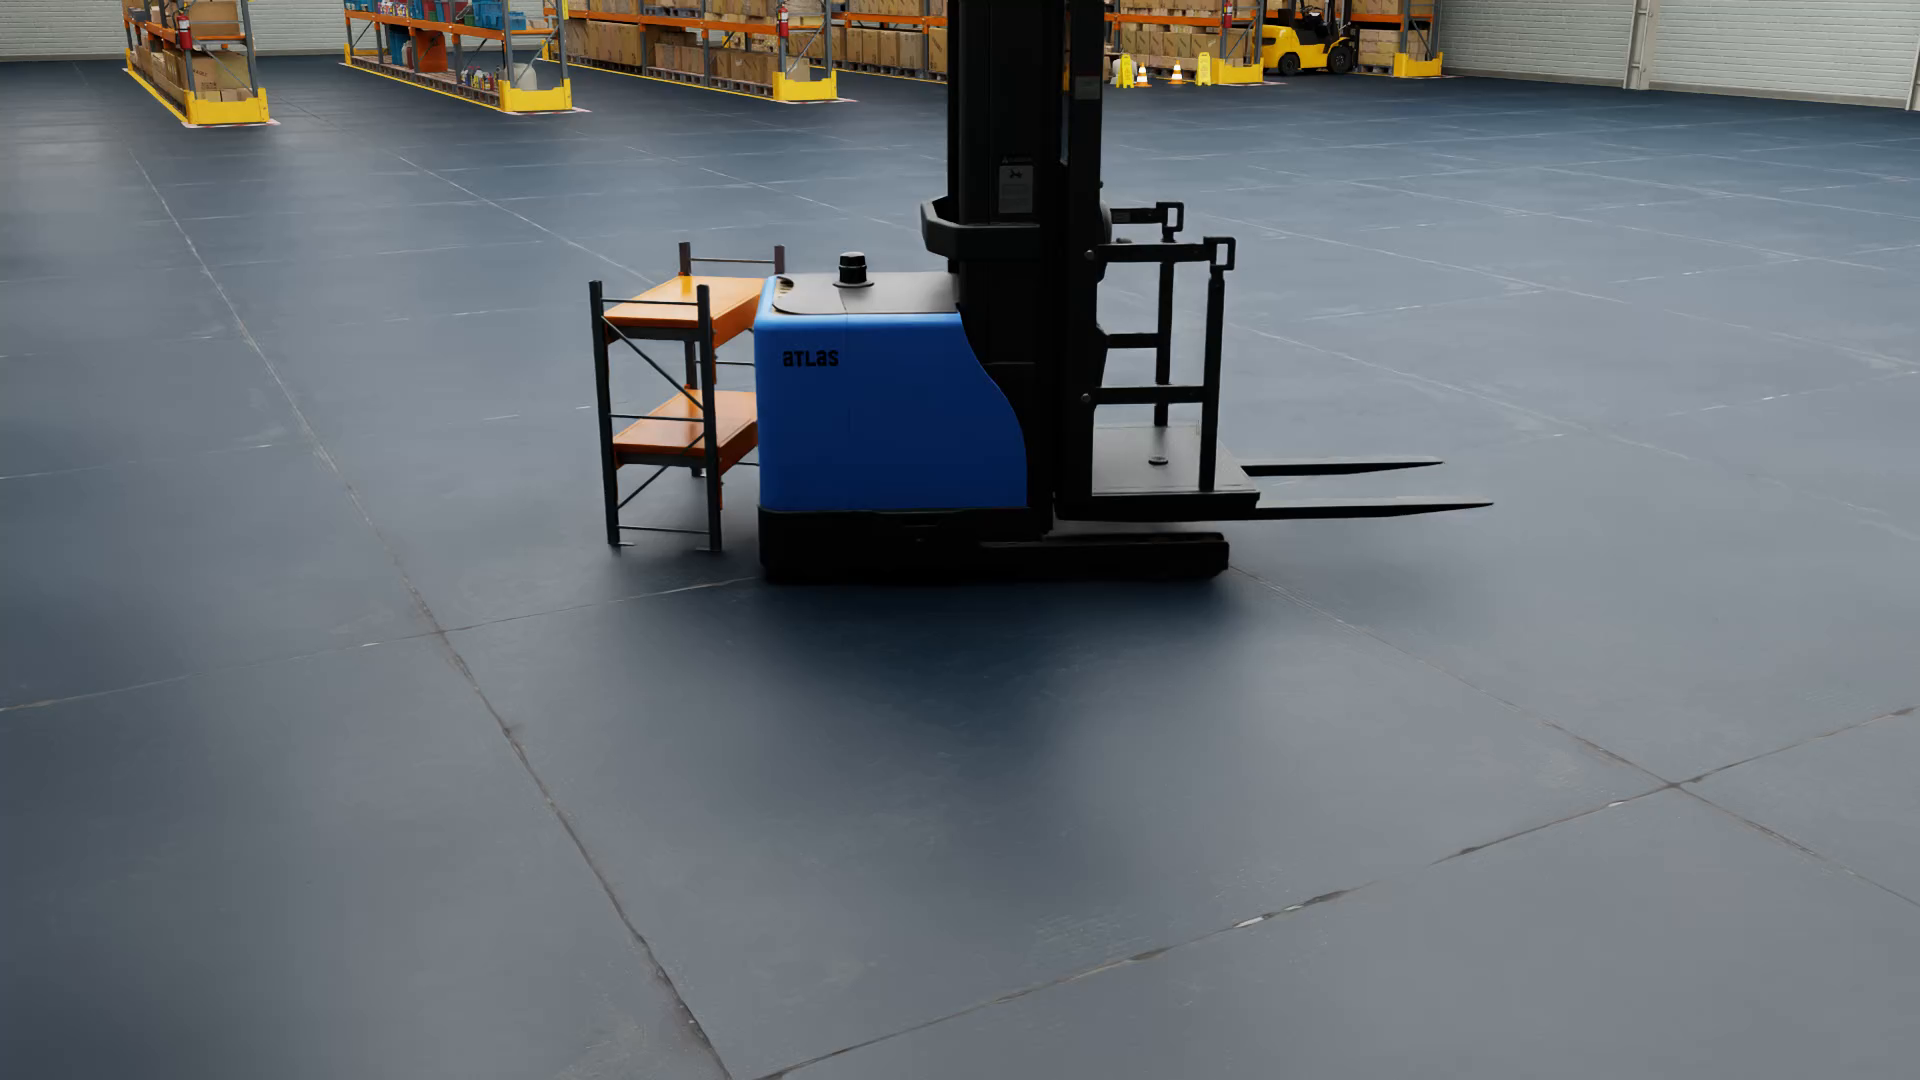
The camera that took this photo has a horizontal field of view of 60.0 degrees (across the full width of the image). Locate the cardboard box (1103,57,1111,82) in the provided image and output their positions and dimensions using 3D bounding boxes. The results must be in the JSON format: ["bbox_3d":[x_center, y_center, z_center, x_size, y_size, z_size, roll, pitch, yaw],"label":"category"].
[{"bbox_3d":[2.832,-10.021,35.401,0.637,0.503,0.797,7,20,20],"label":"cardboard box"}]

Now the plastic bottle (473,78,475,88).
[{"bbox_3d":[-8.865,-8.385,30.449,0.097,0.201,0.097,0,19,0],"label":"plastic bottle"}]

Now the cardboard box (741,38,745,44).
[{"bbox_3d":[-5.689,-13.453,44.792,0.380,0.149,0.250,-9,21,-25],"label":"cardboard box"}]

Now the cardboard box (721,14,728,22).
[{"bbox_3d":[-4.430,-10.186,32.436,0.380,0.149,0.250,-10,21,-27],"label":"cardboard box"}]

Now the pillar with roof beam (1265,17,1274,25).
[{"bbox_3d":[4.085,-16.090,39.965,9.100,9.000,0.400,-10,21,-27],"label":"pillar with roof beam"}]

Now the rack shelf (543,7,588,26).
[{"bbox_3d":[-9.476,-13.233,41.985,1.077,0.370,4.000,-10,21,-27],"label":"rack shelf"}]

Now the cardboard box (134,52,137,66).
[{"bbox_3d":[-18.122,-10.737,37.098,0.500,0.311,0.500,-10,21,-27],"label":"cardboard box"}]

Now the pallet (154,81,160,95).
[{"bbox_3d":[-14.990,-8.757,32.185,1.003,0.211,1.213,-10,21,-27],"label":"pallet"}]

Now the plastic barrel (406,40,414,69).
[{"bbox_3d":[-11.769,-10.604,36.317,0.600,0.588,0.708,-10,21,-27],"label":"plastic barrel"}]

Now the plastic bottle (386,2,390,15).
[{"bbox_3d":[-12.561,-11.715,36.674,0.152,0.276,0.135,-10,21,-27],"label":"plastic bottle"}]

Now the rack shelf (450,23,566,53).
[{"bbox_3d":[-8.136,-9.021,29.779,1.077,0.370,4.000,-10,21,-27],"label":"rack shelf"}]

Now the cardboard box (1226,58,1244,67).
[{"bbox_3d":[5.754,-10.262,35.844,0.500,0.250,0.500,-10,21,-27],"label":"cardboard box"}]

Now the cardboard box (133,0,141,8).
[{"bbox_3d":[-16.836,-11.353,34.637,0.700,0.500,0.500,-6,20,-18],"label":"cardboard box"}]

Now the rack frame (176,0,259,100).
[{"bbox_3d":[-11.548,-8.021,25.777,1.000,3.000,0.127,-10,21,-27],"label":"rack frame"}]

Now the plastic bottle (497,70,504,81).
[{"bbox_3d":[-8.554,-8.630,31.044,0.152,0.276,0.135,-10,21,-27],"label":"plastic bottle"}]

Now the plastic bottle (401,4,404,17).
[{"bbox_3d":[-11.794,-11.231,35.277,0.097,0.271,0.097,0,19,0],"label":"plastic bottle"}]

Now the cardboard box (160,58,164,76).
[{"bbox_3d":[-14.144,-8.553,30.032,0.500,0.311,0.500,-9,21,-25],"label":"cardboard box"}]

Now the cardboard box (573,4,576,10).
[{"bbox_3d":[-9.325,-13.138,40.993,0.380,0.149,0.250,-10,21,-26],"label":"cardboard box"}]

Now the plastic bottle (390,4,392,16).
[{"bbox_3d":[-12.373,-11.581,36.292,0.097,0.271,0.097,0,19,0],"label":"plastic bottle"}]

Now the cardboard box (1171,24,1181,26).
[{"bbox_3d":[5.847,-13.655,44.300,0.380,0.149,0.250,-11,22,-29],"label":"cardboard box"}]

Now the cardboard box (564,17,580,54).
[{"bbox_3d":[-9.619,-12.909,42.556,0.875,0.875,0.875,-10,21,-27],"label":"cardboard box"}]

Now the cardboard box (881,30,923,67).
[{"bbox_3d":[-1.143,-11.018,37.270,1.050,0.750,0.750,-10,21,-27],"label":"cardboard box"}]

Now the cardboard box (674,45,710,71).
[{"bbox_3d":[-5.741,-10.369,35.739,0.700,0.500,0.500,-8,21,-22],"label":"cardboard box"}]

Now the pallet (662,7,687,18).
[{"bbox_3d":[-5.651,-11.198,35.279,1.003,0.211,1.213,-10,21,-27],"label":"pallet"}]

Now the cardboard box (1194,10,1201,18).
[{"bbox_3d":[5.207,-11.177,35.309,0.380,0.149,0.250,-10,22,-28],"label":"cardboard box"}]

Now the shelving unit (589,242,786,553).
[{"bbox_3d":[-1.148,-0.663,7.328,0.538,1.125,1.048,4,19,11],"label":"shelving unit"}]

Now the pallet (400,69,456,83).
[{"bbox_3d":[-11.397,-9.985,35.745,1.003,0.211,1.213,-10,21,-27],"label":"pallet"}]

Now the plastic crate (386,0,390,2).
[{"bbox_3d":[-13.448,-12.671,39.343,0.437,0.282,0.530,-10,21,-27],"label":"plastic crate"}]

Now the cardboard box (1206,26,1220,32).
[{"bbox_3d":[6.746,-13.050,43.350,0.875,0.625,0.625,-9,21,-25],"label":"cardboard box"}]

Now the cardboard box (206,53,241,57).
[{"bbox_3d":[-12.094,-7.747,27.406,0.500,0.500,0.500,-10,21,-27],"label":"cardboard box"}]

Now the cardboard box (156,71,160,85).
[{"bbox_3d":[-14.865,-8.728,31.397,0.500,0.250,0.500,-11,22,-28],"label":"cardboard box"}]

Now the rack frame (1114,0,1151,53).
[{"bbox_3d":[3.994,-12.237,37.997,1.000,3.000,0.127,-10,21,-27],"label":"rack frame"}]

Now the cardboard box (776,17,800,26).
[{"bbox_3d":[-3.145,-9.485,30.406,0.380,0.149,0.250,-10,21,-27],"label":"cardboard box"}]

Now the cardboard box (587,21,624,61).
[{"bbox_3d":[-8.205,-12.012,39.959,1.225,0.875,0.875,-10,21,-26],"label":"cardboard box"}]

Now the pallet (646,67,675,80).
[{"bbox_3d":[-6.257,-10.308,36.680,1.003,0.211,1.213,-10,21,-27],"label":"pallet"}]

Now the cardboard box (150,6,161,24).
[{"bbox_3d":[-15.092,-9.988,31.616,0.500,0.311,0.500,-10,22,-27],"label":"cardboard box"}]

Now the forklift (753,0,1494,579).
[{"bbox_3d":[0.680,-1.401,6.698,3.031,2.935,1.130,-1,19,-4],"label":"forklift"}]

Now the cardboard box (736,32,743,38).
[{"bbox_3d":[-5.819,-13.663,44.943,0.380,0.149,0.250,-10,21,-27],"label":"cardboard box"}]

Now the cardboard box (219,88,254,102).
[{"bbox_3d":[-11.607,-7.108,26.703,0.500,0.250,0.500,-10,21,-27],"label":"cardboard box"}]

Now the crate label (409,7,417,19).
[{"bbox_3d":[-11.115,-10.825,34.161,0.303,0.233,0.416,-10,21,-27],"label":"crate label"}]

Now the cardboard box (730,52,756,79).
[{"bbox_3d":[-4.294,-9.435,33.064,0.500,0.500,0.500,-3,19,-9],"label":"cardboard box"}]

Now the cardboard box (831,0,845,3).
[{"bbox_3d":[-2.852,-12.740,39.195,0.380,0.149,0.250,-10,21,-26],"label":"cardboard box"}]

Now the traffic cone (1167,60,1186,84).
[{"bbox_3d":[4.554,-9.814,34.862,0.336,0.463,0.334,-10,21,-27],"label":"traffic cone"}]

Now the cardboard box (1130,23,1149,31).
[{"bbox_3d":[4.043,-11.541,37.406,0.380,0.149,0.250,-10,21,-26],"label":"cardboard box"}]

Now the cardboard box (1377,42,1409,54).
[{"bbox_3d":[9.754,-11.085,37.464,0.500,0.250,0.500,-10,22,-27],"label":"cardboard box"}]

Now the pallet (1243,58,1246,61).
[{"bbox_3d":[6.818,-12.595,43.308,1.003,0.211,1.213,-10,21,-27],"label":"pallet"}]

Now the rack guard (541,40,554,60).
[{"bbox_3d":[-10.437,-12.972,43.959,1.175,0.500,0.348,-10,21,-27],"label":"rack guard"}]

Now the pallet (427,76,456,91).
[{"bbox_3d":[-10.076,-9.187,33.432,1.003,0.211,1.213,-10,21,-27],"label":"pallet"}]

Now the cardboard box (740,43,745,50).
[{"bbox_3d":[-5.700,-13.314,44.845,0.380,0.149,0.250,-10,21,-26],"label":"cardboard box"}]

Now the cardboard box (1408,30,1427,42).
[{"bbox_3d":[10.199,-11.398,37.602,0.500,0.250,0.500,-10,22,-27],"label":"cardboard box"}]

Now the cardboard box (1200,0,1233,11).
[{"bbox_3d":[5.393,-11.390,34.932,0.500,0.500,0.500,-10,22,-28],"label":"cardboard box"}]

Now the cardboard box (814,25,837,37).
[{"bbox_3d":[-3.246,-12.409,40.532,0.500,0.250,0.500,-9,21,-25],"label":"cardboard box"}]

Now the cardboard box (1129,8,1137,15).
[{"bbox_3d":[4.027,-11.914,37.445,0.380,0.149,0.250,-9,21,-25],"label":"cardboard box"}]
